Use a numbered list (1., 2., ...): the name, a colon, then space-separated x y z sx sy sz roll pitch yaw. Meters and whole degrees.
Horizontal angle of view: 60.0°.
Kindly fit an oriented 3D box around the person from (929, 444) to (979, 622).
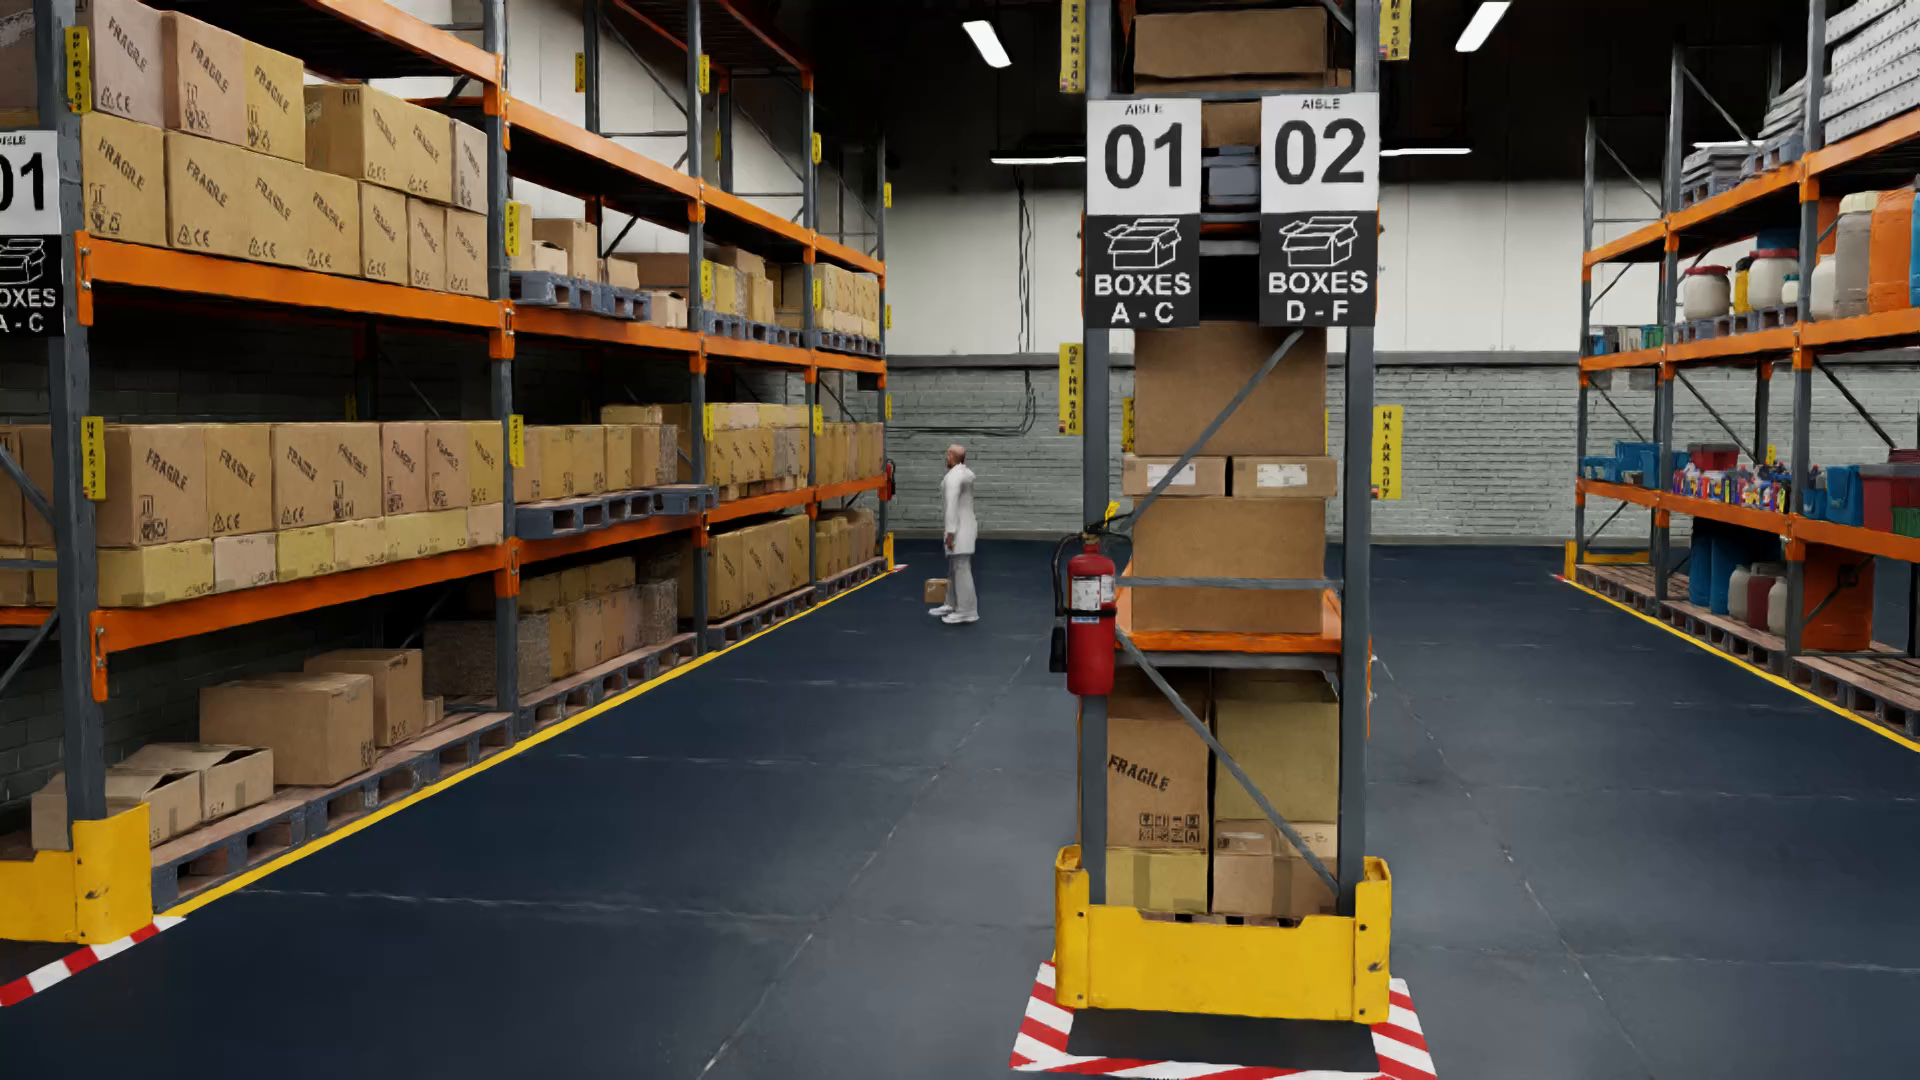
1. person: -0.050 -0.078 16.810 0.567 1.788 0.663 1 5 17
